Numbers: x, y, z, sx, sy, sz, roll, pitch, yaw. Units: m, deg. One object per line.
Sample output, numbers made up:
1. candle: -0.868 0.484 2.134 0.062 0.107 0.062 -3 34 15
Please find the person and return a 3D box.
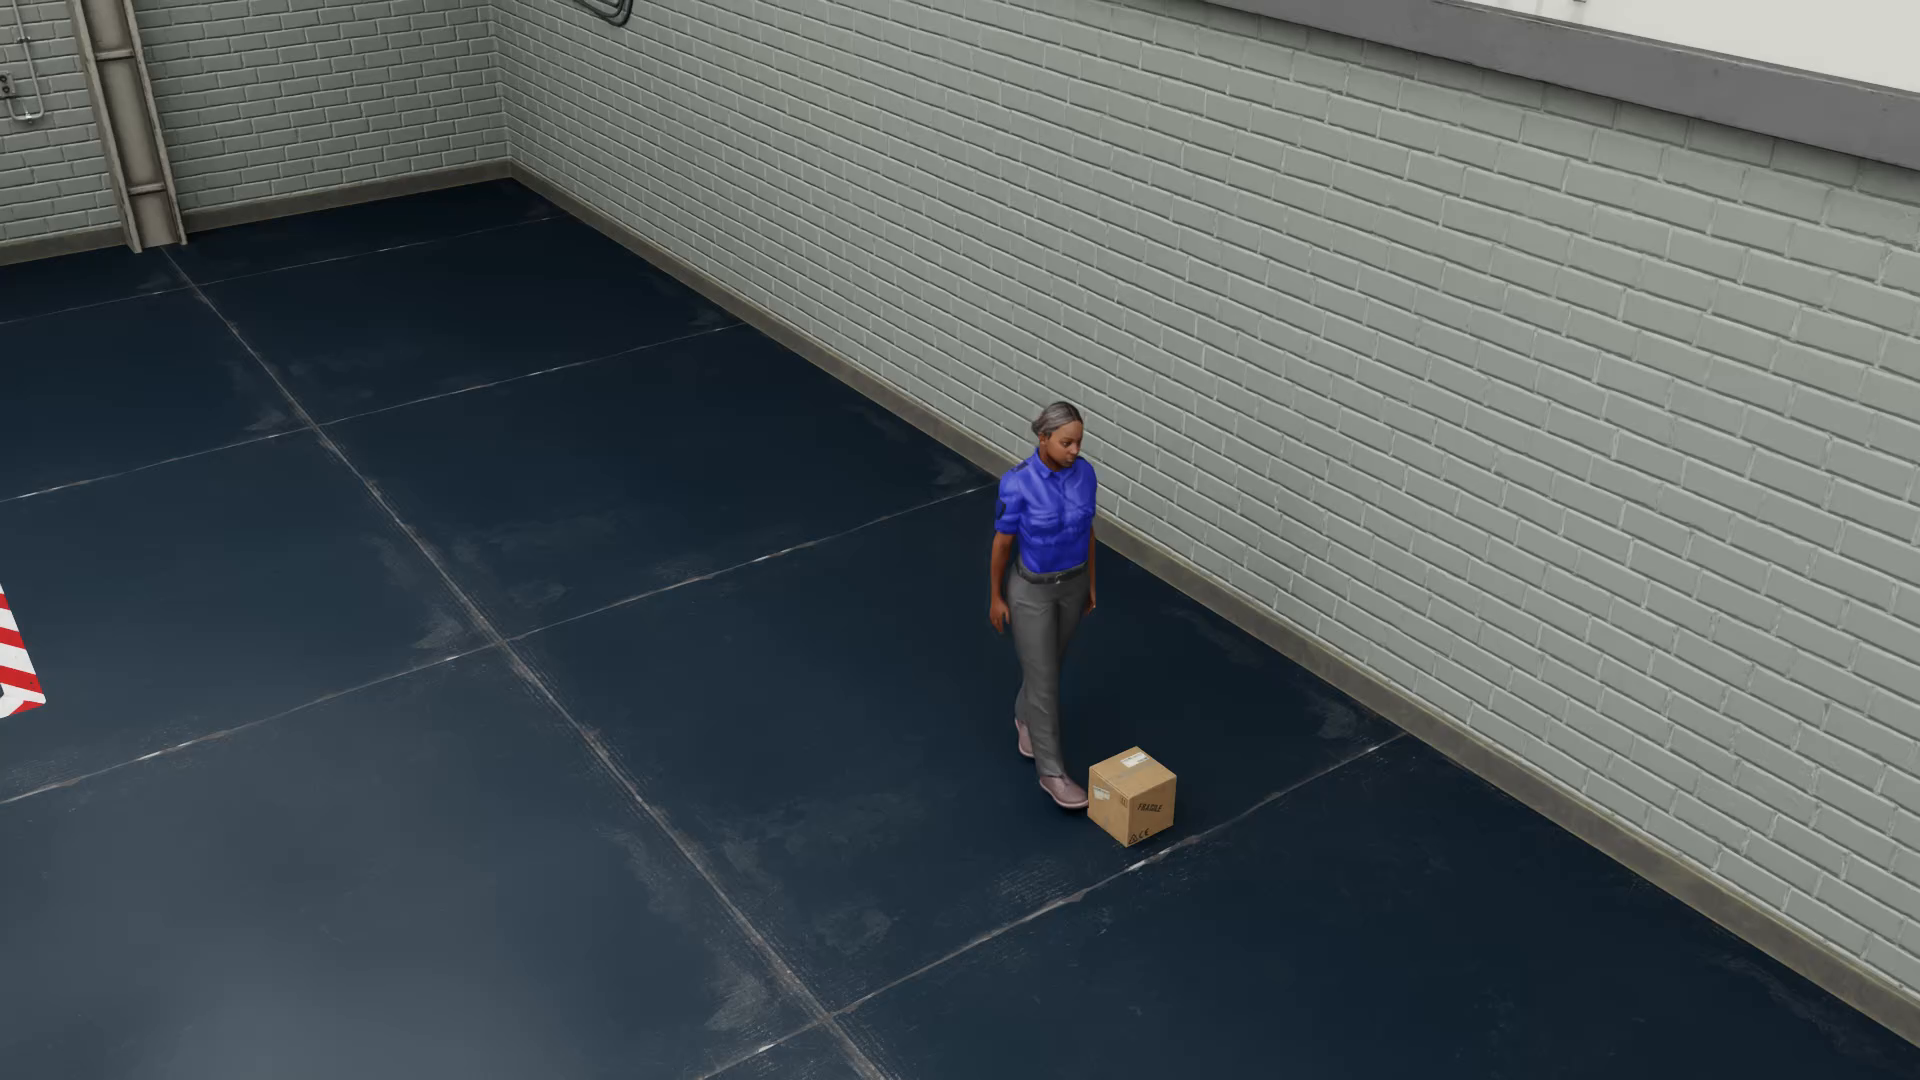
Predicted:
1. person: 0.418 0.248 6.671 0.469 1.643 0.709 -15 32 -25
